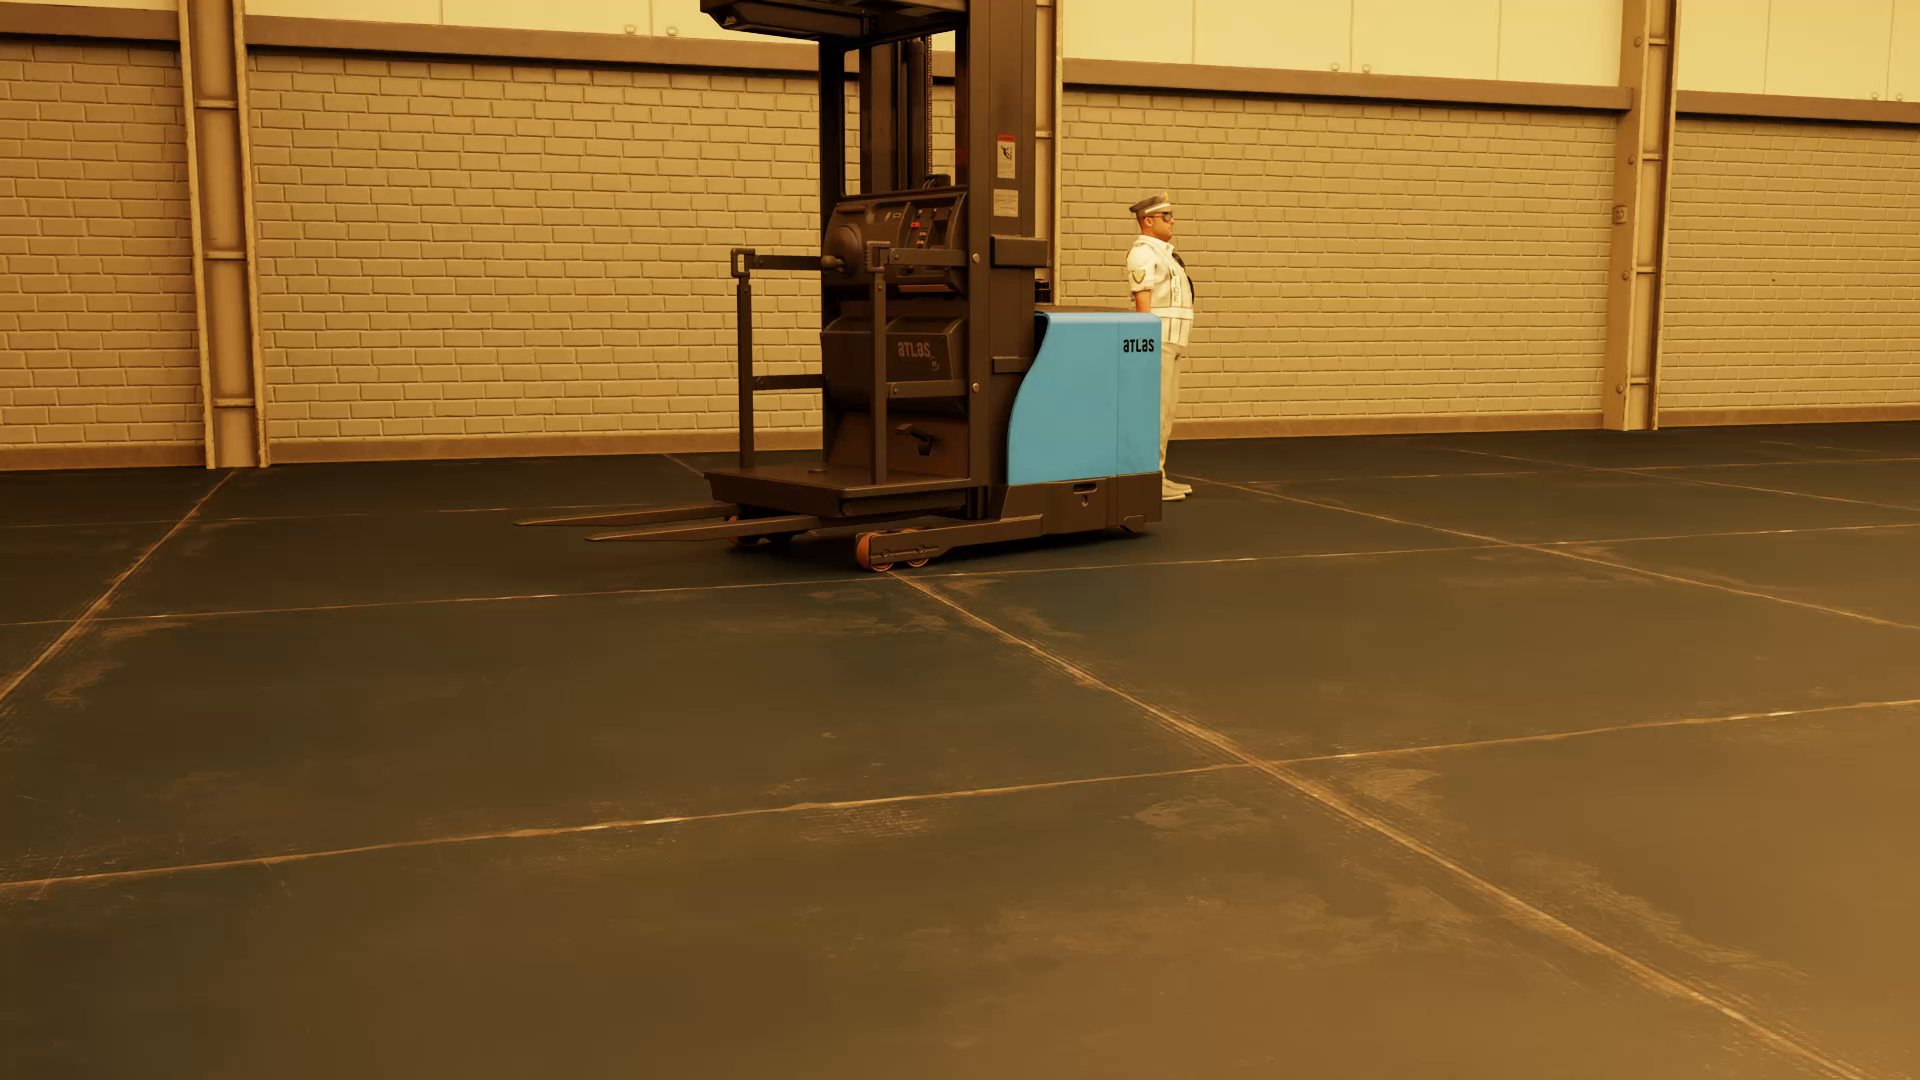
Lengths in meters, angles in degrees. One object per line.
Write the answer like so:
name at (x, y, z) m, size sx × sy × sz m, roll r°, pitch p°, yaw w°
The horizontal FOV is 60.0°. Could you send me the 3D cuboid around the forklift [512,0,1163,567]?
forklift at (-0.461, -1.399, 7.333) m, size 3.031 × 2.935 × 1.130 m, roll -7°, pitch 10°, yaw -40°
